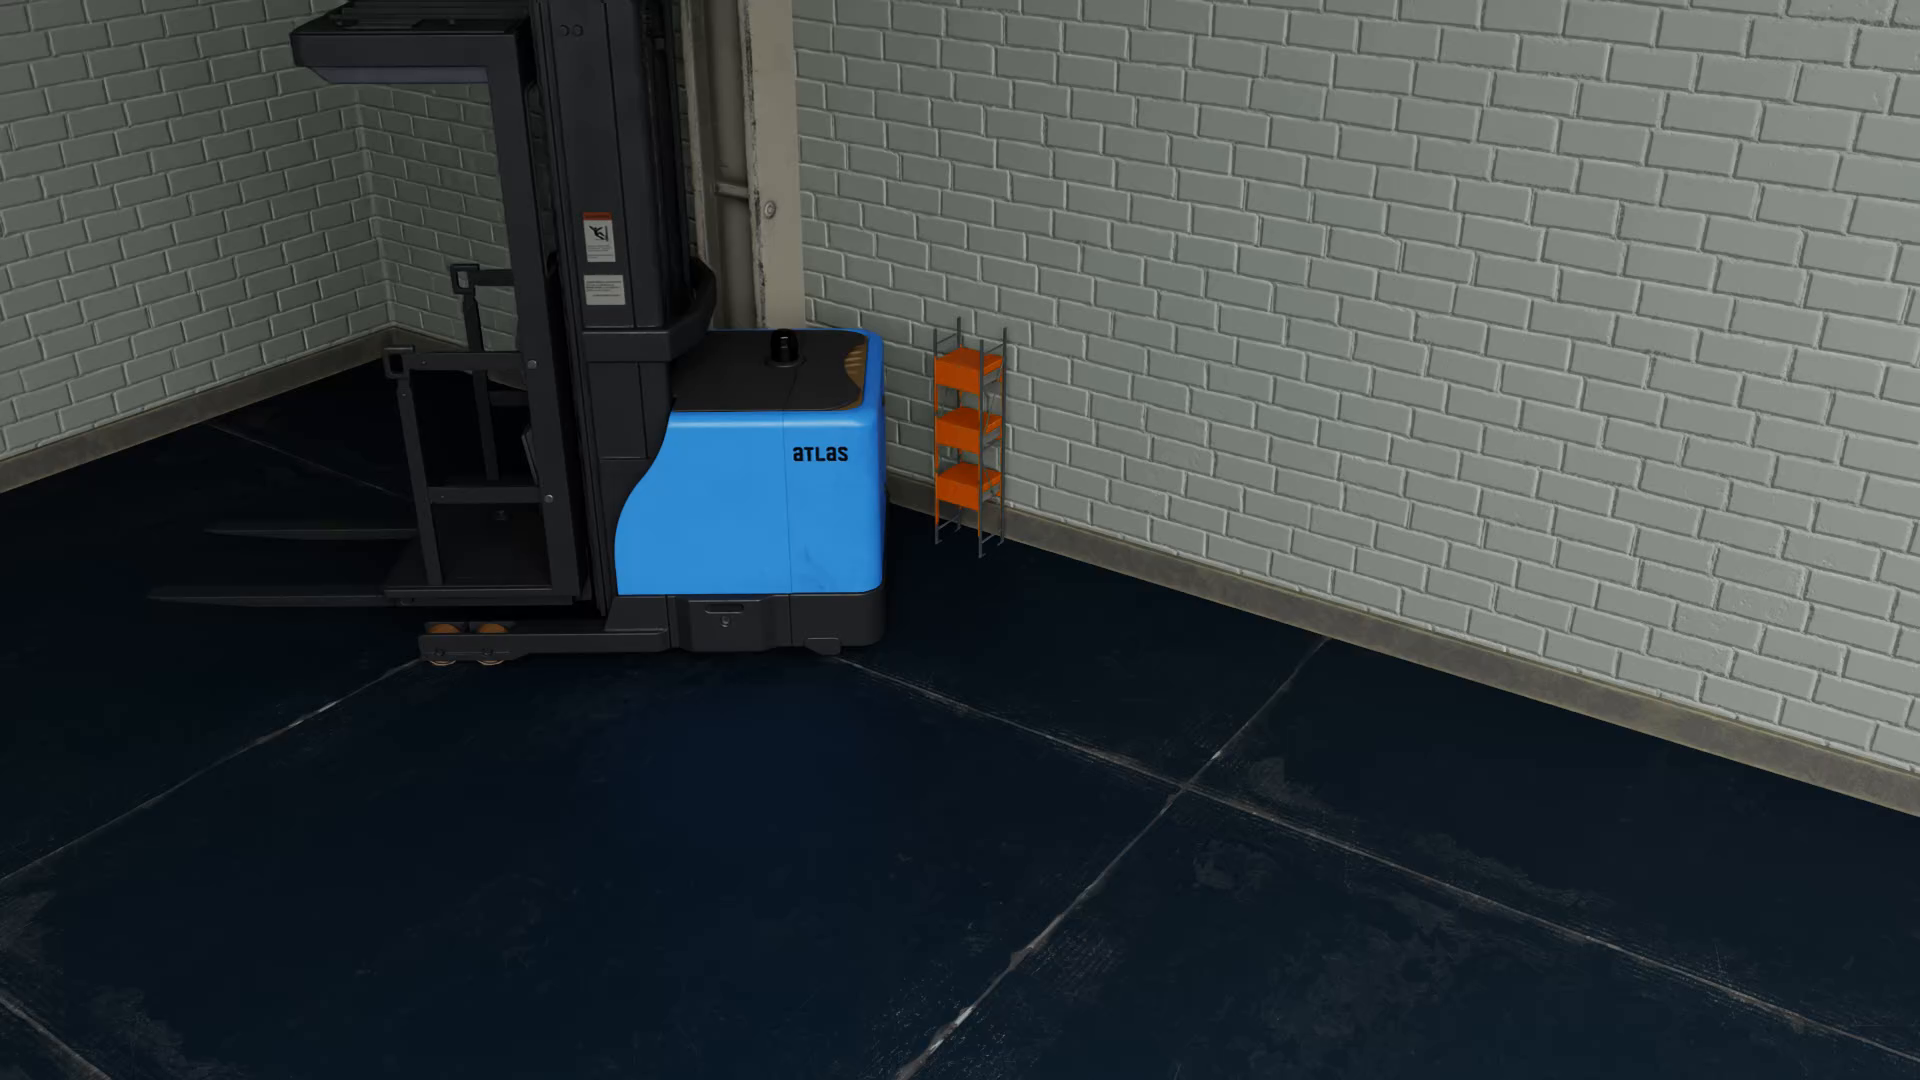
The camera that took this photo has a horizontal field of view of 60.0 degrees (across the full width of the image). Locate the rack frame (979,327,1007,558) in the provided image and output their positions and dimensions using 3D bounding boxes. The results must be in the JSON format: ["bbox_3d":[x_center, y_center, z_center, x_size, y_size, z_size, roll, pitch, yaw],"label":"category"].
[{"bbox_3d":[0.145,-0.423,7.423,0.008,1.050,0.200,17,32,30],"label":"rack frame"}]

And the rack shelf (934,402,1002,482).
[{"bbox_3d":[0.044,-0.445,7.490,0.240,0.259,0.215,17,32,30],"label":"rack shelf"}]

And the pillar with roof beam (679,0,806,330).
[{"bbox_3d":[-3.427,-2.721,3.175,0.400,9.000,9.100,17,32,30],"label":"pillar with roof beam"}]

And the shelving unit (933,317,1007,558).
[{"bbox_3d":[0.044,-0.454,7.485,0.252,1.050,0.215,17,32,30],"label":"shelving unit"}]

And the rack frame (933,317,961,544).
[{"bbox_3d":[-0.056,-0.485,7.546,0.008,1.050,0.200,17,32,30],"label":"rack frame"}]

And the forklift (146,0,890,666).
[{"bbox_3d":[-1.825,-1.039,6.559,3.031,2.935,1.130,0,27,-1],"label":"forklift"}]

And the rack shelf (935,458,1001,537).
[{"bbox_3d":[0.044,-0.197,7.616,0.240,0.259,0.215,17,32,30],"label":"rack shelf"}]

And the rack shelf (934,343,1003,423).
[{"bbox_3d":[0.044,-0.698,7.361,0.240,0.259,0.215,17,32,30],"label":"rack shelf"}]
